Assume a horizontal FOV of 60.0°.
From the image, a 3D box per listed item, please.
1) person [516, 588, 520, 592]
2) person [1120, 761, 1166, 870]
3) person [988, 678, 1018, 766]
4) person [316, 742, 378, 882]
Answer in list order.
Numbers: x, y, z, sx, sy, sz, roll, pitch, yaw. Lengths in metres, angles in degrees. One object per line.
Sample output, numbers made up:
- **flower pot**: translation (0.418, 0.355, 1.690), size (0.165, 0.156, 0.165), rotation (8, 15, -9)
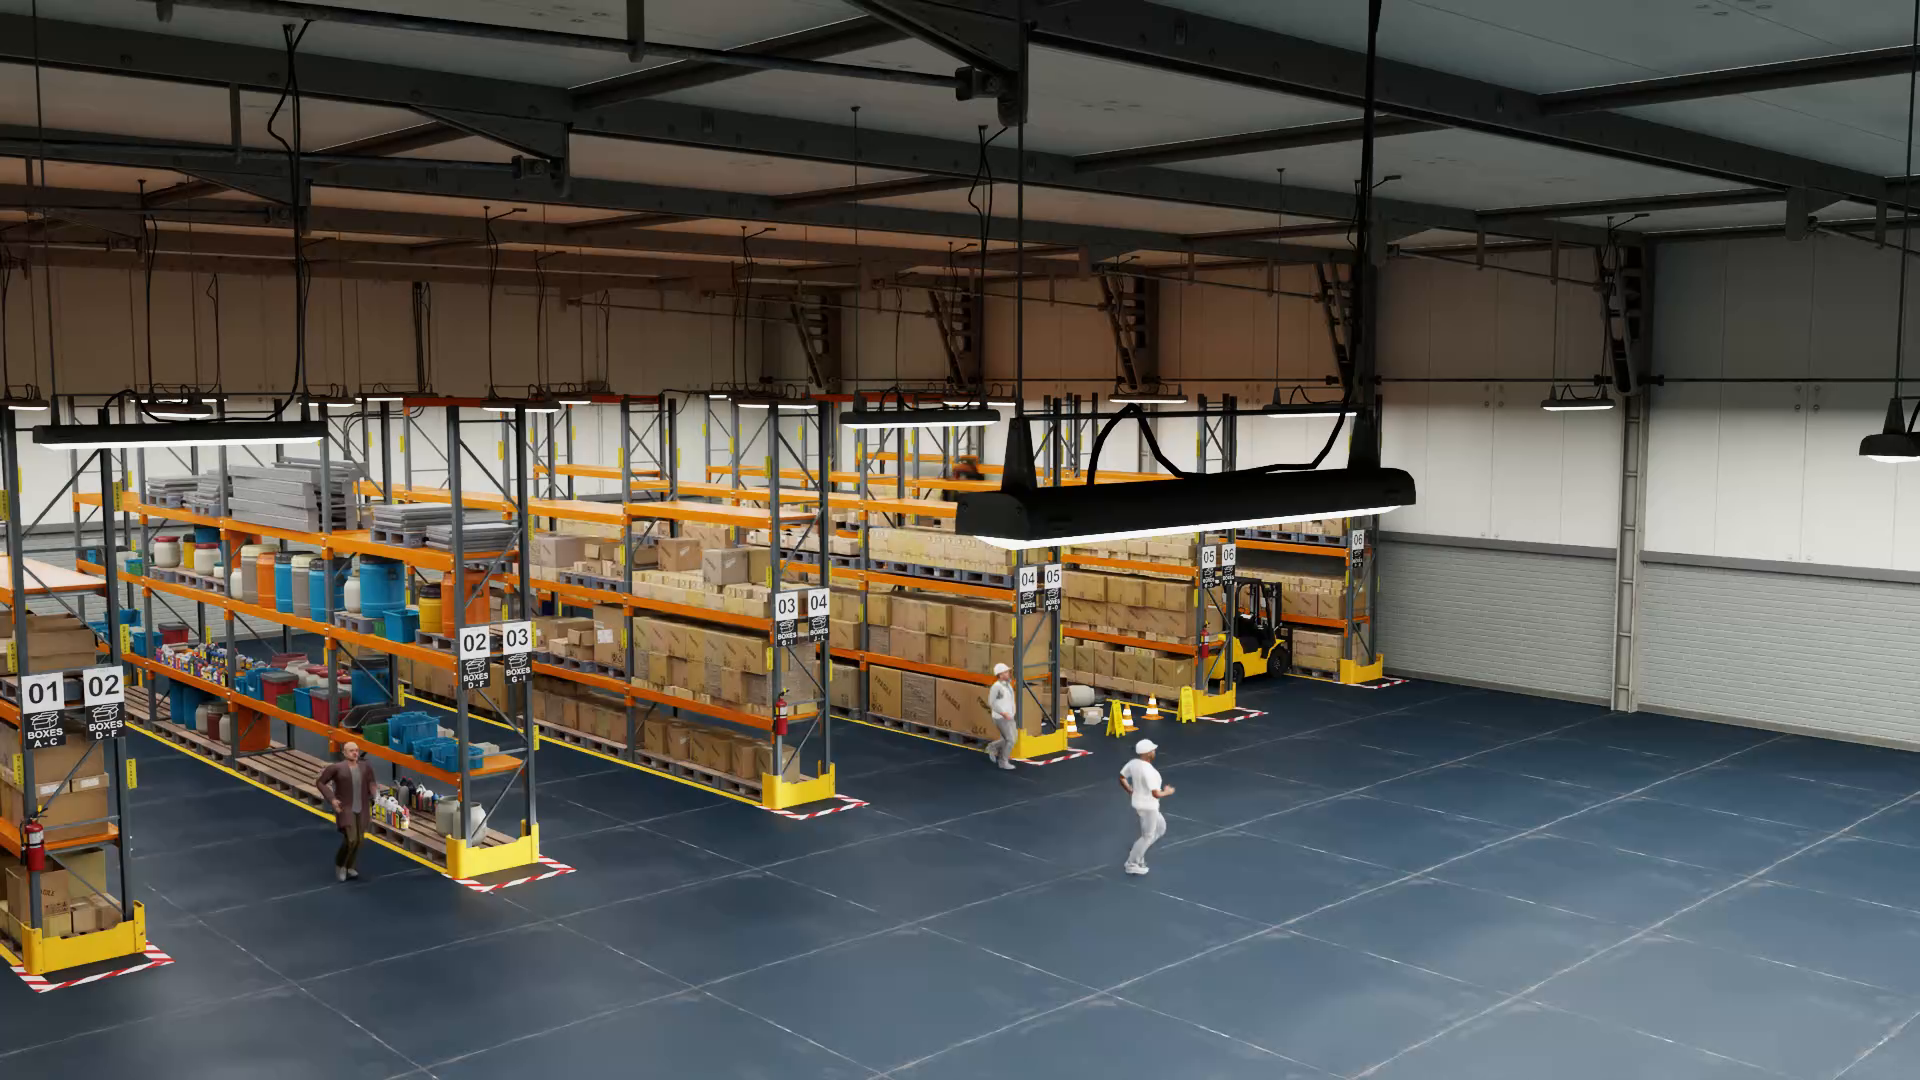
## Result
- **person**: translation (-10.106, 1.898, 37.611), size (0.604, 1.636, 0.718), rotation (-5, 7, -41)
- **person**: translation (2.389, 3.502, 21.255), size (0.598, 1.375, 0.652), rotation (-1, 6, -13)
- **person**: translation (0.671, 2.944, 27.046), size (0.516, 1.447, 0.449), rotation (2, 6, 23)
- **person**: translation (-7.665, 3.436, 21.012), size (0.697, 1.762, 0.704), rotation (5, 8, 43)
